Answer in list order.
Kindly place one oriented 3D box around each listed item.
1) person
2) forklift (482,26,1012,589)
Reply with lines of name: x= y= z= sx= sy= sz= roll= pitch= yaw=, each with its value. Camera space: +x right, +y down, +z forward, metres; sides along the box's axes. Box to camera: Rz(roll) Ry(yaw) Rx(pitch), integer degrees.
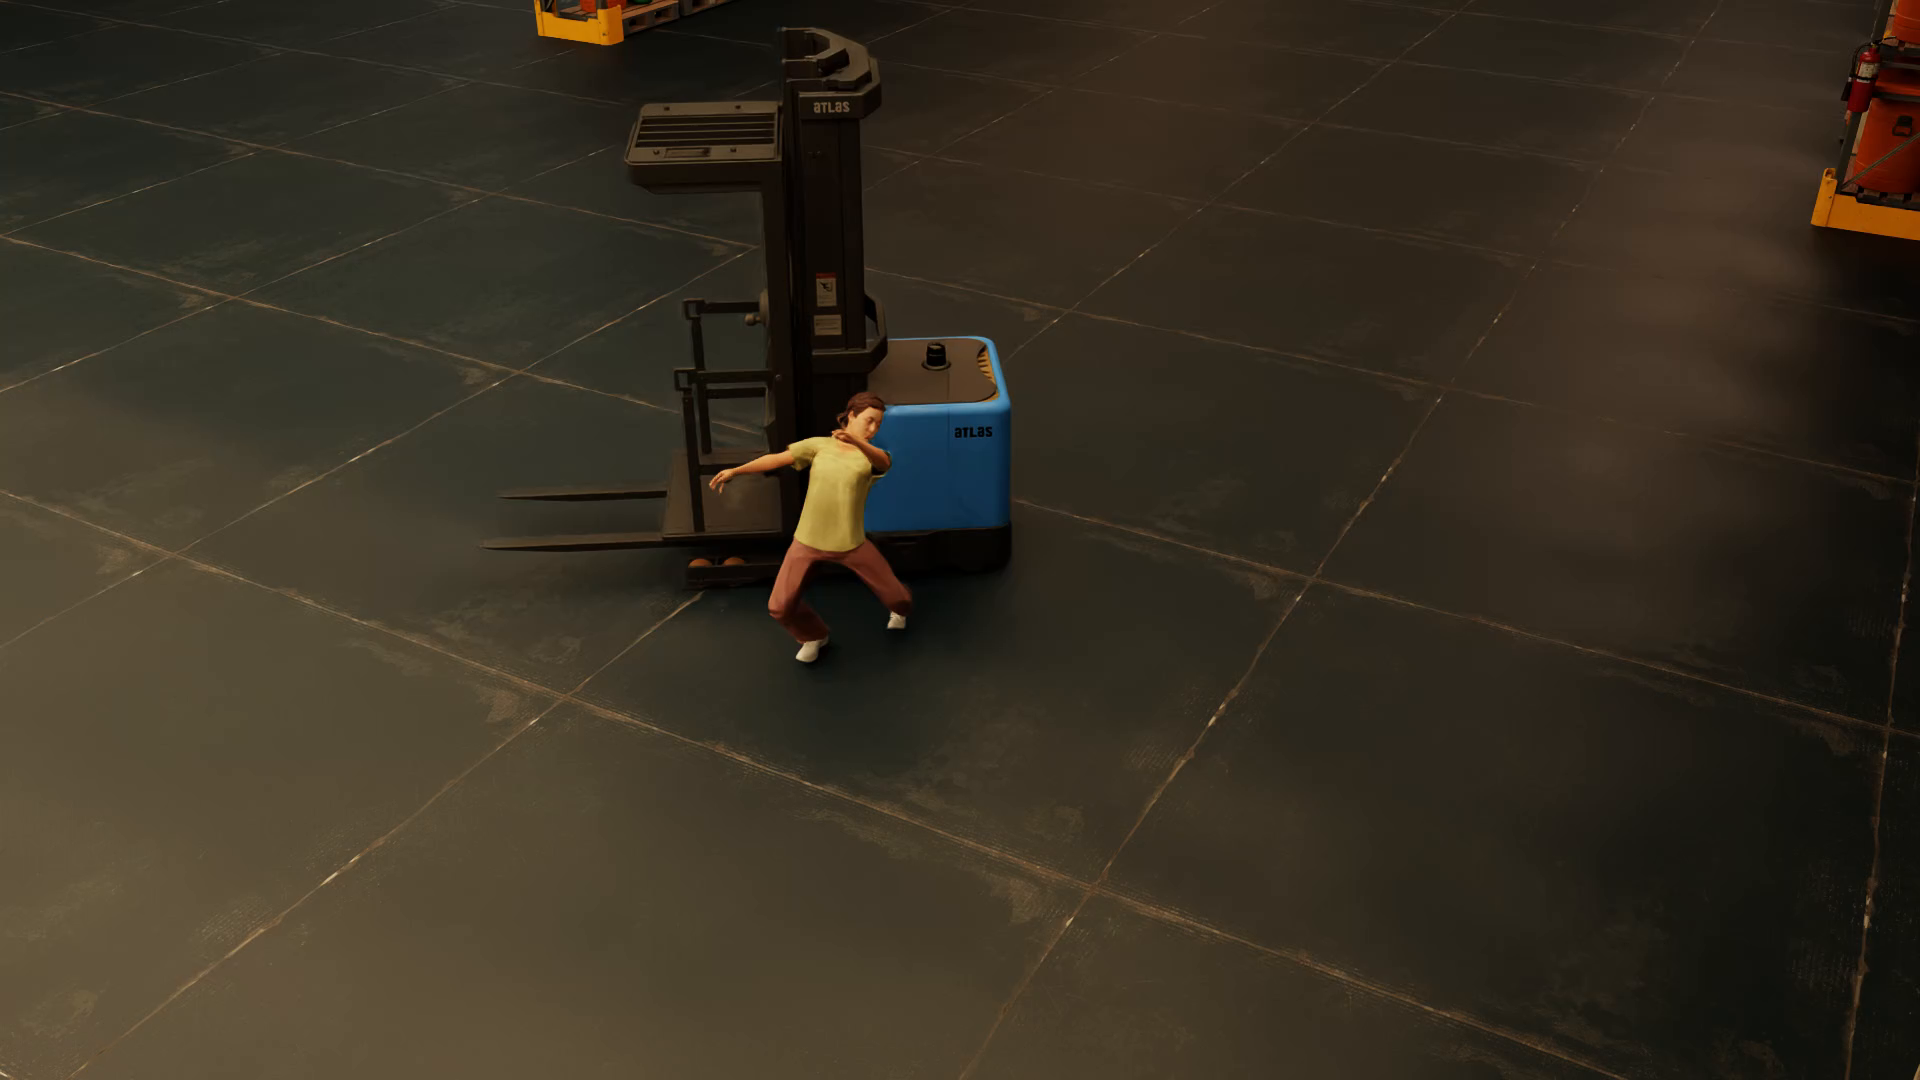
person: x=-0.749 y=-0.040 z=8.568 sx=1.010 sy=1.452 sz=0.666 roll=0 pitch=30 yaw=0
forklift: x=-1.248 y=-1.268 z=9.268 sx=3.031 sy=2.935 sz=1.130 roll=-3 pitch=30 yaw=-4
